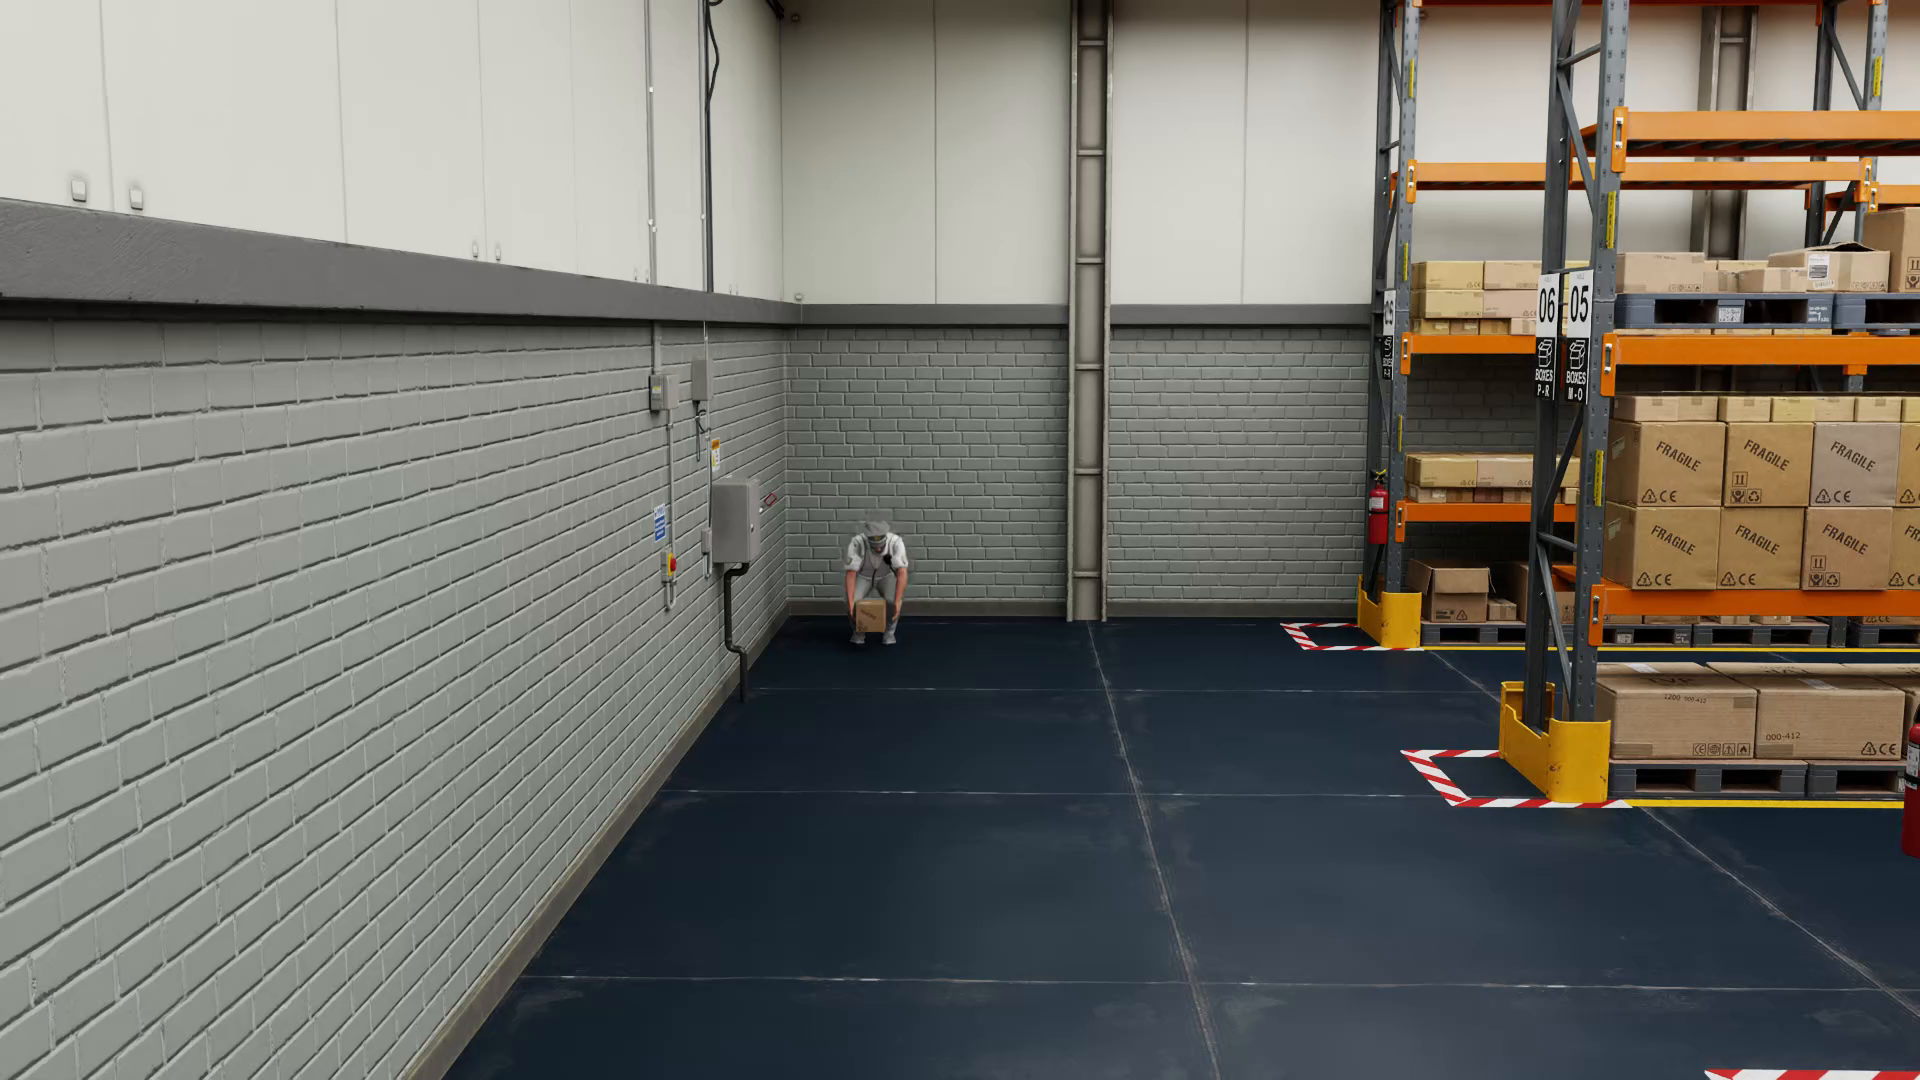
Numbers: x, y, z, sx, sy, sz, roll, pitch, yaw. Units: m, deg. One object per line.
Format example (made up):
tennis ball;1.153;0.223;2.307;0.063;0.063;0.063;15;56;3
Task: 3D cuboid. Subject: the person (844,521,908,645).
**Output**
person;-0.755;0.374;15.138;0.577;1.165;0.903;0;7;1
